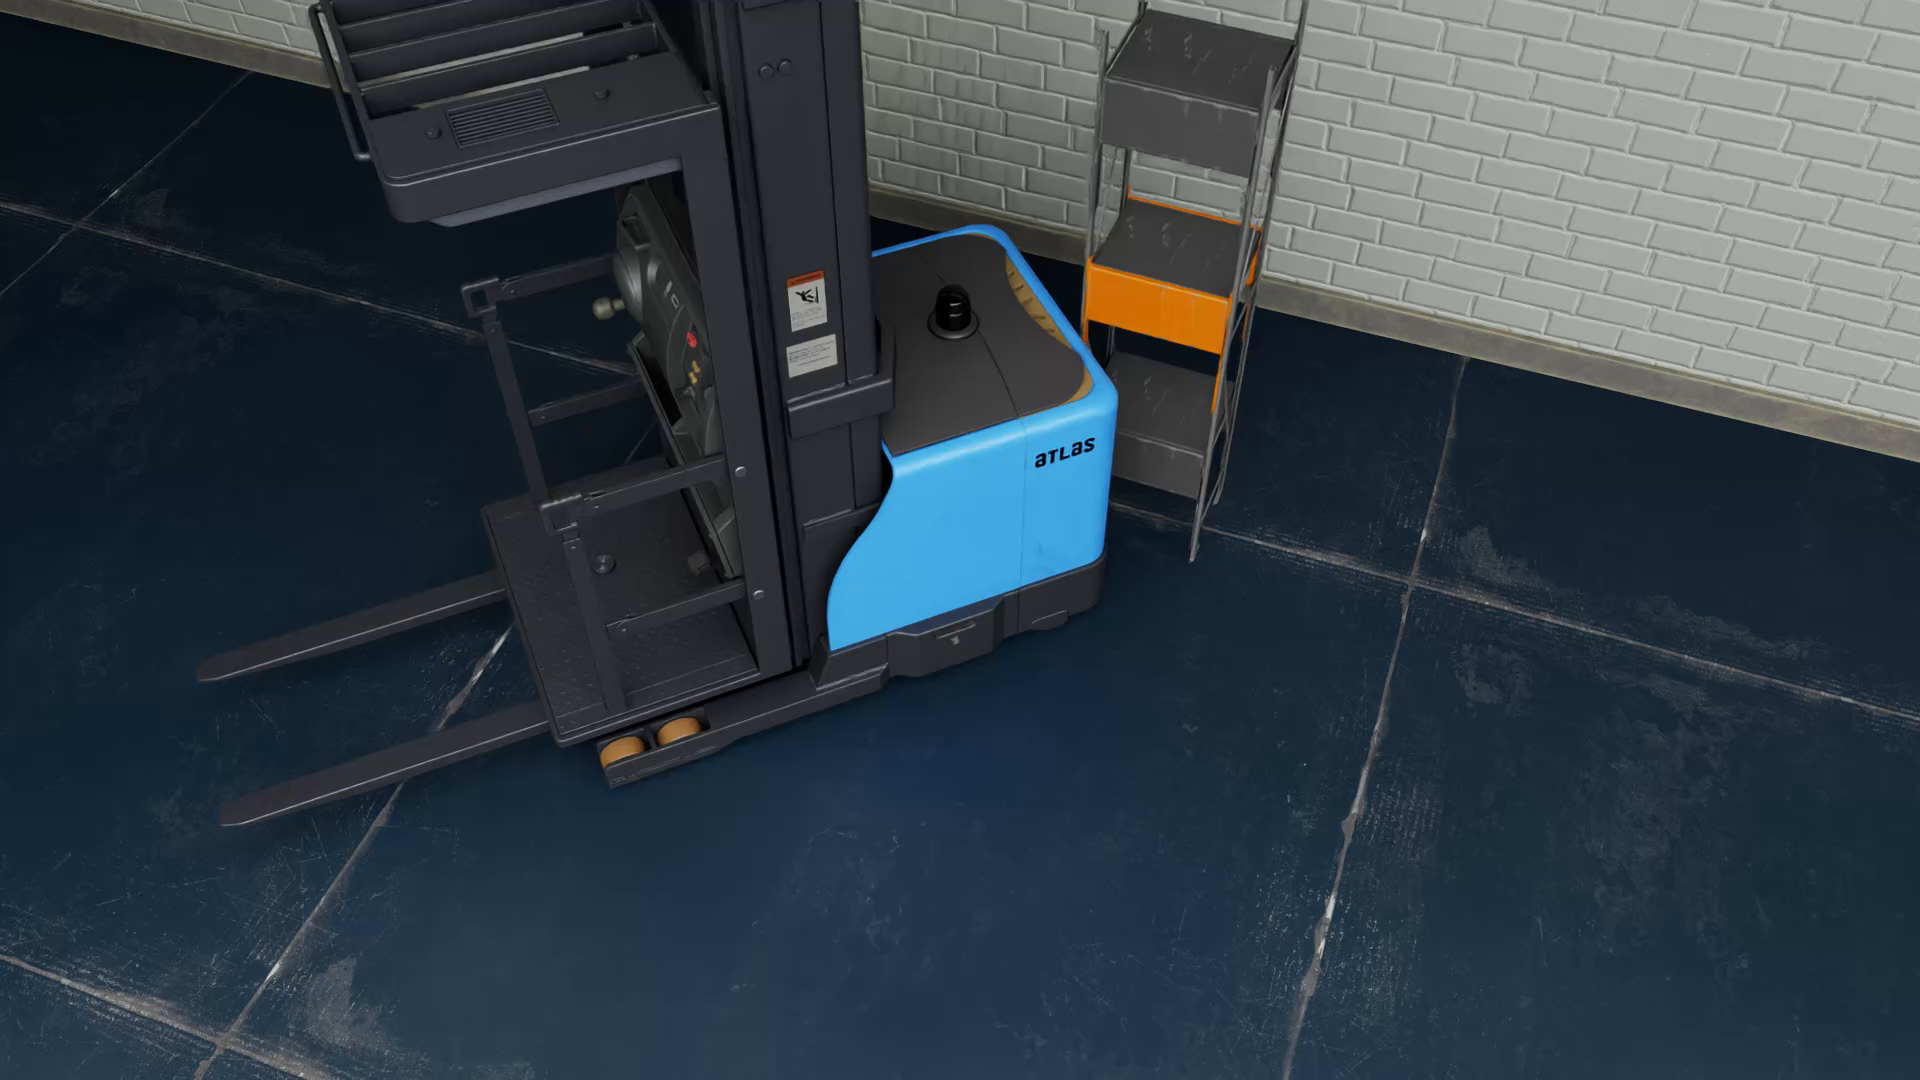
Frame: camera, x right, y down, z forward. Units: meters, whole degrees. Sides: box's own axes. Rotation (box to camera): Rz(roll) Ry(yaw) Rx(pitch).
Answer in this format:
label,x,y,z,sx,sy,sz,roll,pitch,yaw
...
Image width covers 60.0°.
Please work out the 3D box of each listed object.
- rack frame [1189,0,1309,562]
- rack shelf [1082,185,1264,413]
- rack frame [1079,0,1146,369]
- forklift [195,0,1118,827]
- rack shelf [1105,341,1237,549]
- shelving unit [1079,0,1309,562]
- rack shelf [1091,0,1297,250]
label,x,y,z,sx,sy,sz,roll,pitch,yaw
rack frame,0.934,-0.746,5.507,0.015,2.100,0.400,17,51,14
rack shelf,0.708,-0.807,5.578,0.480,0.518,0.431,17,51,14
rack frame,0.482,-0.885,5.628,0.015,2.100,0.400,17,51,14
forklift,-1.047,-0.606,4.835,3.031,2.935,1.130,-18,51,-15
rack shelf,0.708,-0.348,6.107,0.480,0.518,0.431,17,51,14
shelving unit,0.708,-0.816,5.567,0.503,2.100,0.431,17,51,14
rack shelf,0.708,-1.265,5.049,0.480,0.518,0.431,17,51,14
